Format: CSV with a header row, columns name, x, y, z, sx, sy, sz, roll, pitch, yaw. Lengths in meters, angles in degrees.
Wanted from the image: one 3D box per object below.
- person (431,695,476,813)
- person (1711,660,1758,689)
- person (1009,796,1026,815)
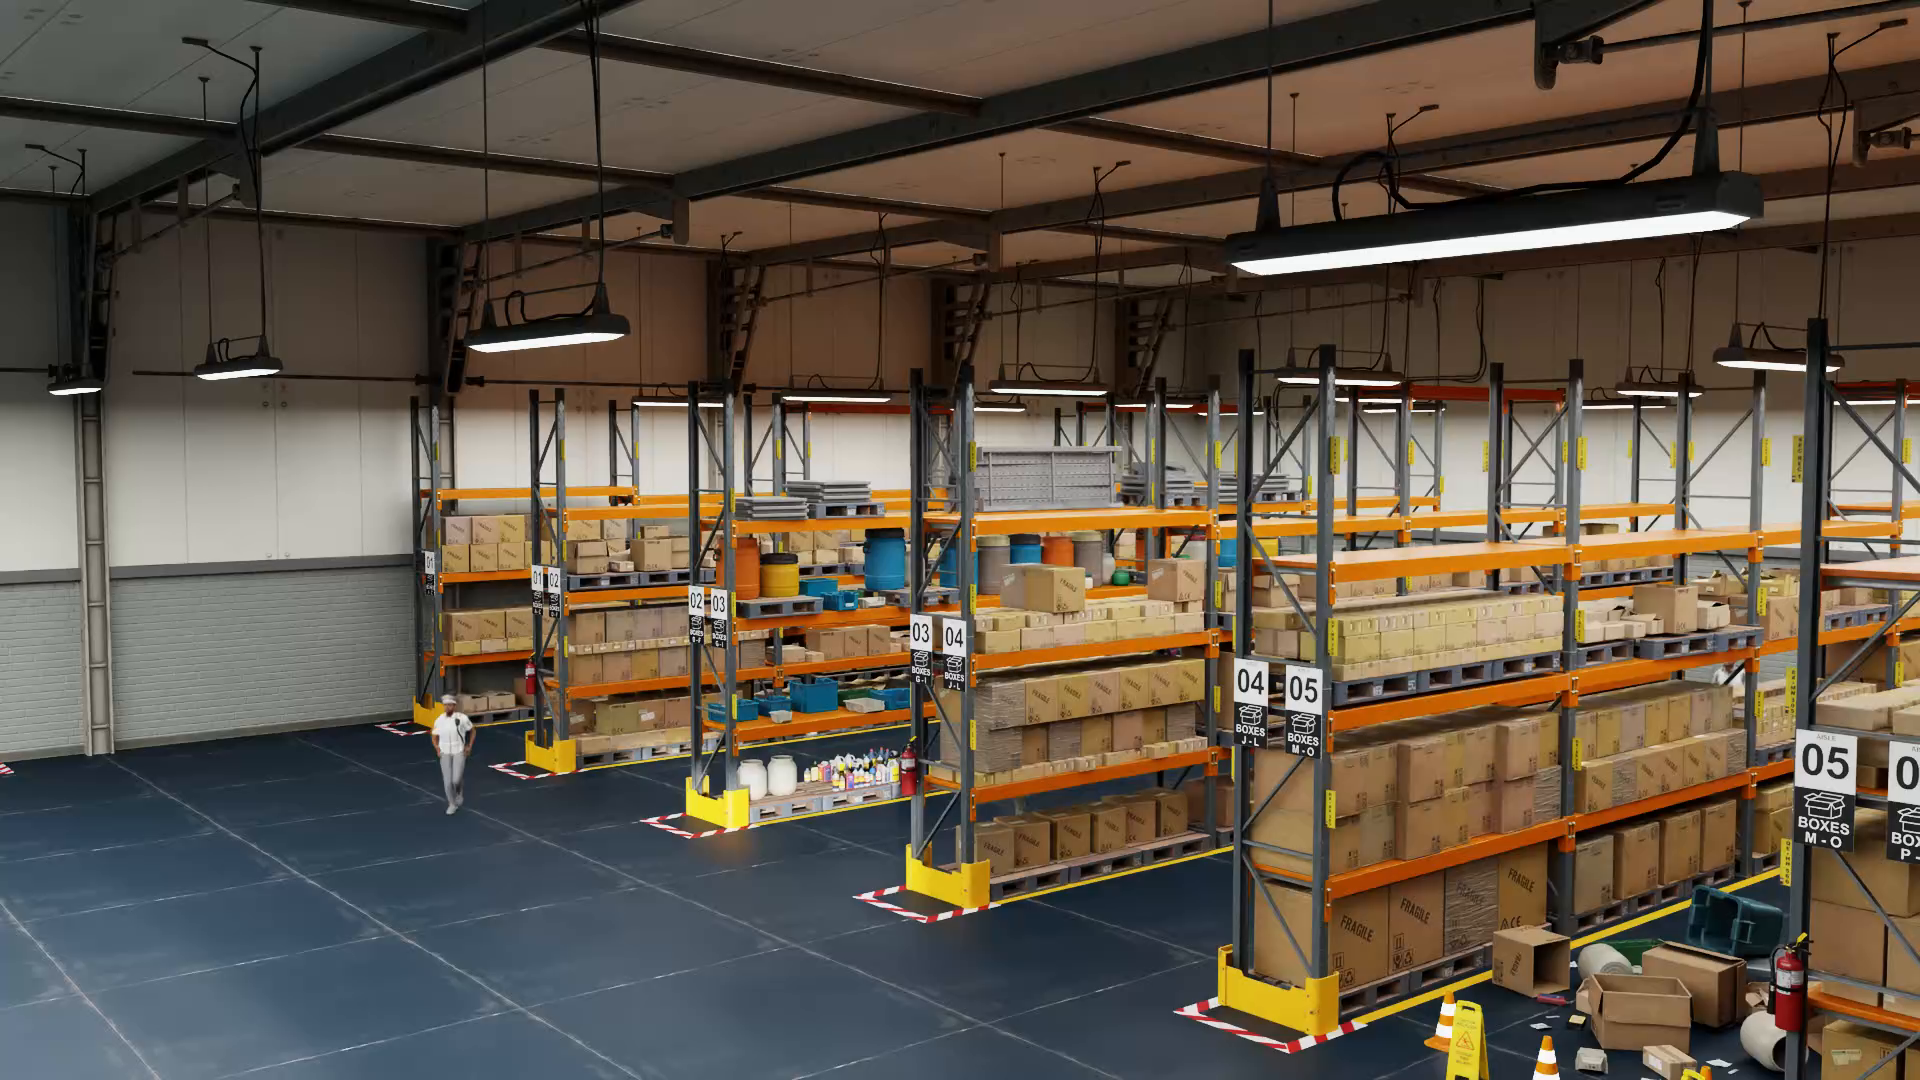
name,x,y,z,sx,sy,sz,roll,pitch,yaw
person,-7.064,2.976,23.134,0.586,1.664,0.495,0,3,-6
person,12.637,2.710,27.174,0.685,1.833,0.659,-3,5,-44
person,0.745,3.077,22.324,0.541,1.562,0.544,3,4,38
